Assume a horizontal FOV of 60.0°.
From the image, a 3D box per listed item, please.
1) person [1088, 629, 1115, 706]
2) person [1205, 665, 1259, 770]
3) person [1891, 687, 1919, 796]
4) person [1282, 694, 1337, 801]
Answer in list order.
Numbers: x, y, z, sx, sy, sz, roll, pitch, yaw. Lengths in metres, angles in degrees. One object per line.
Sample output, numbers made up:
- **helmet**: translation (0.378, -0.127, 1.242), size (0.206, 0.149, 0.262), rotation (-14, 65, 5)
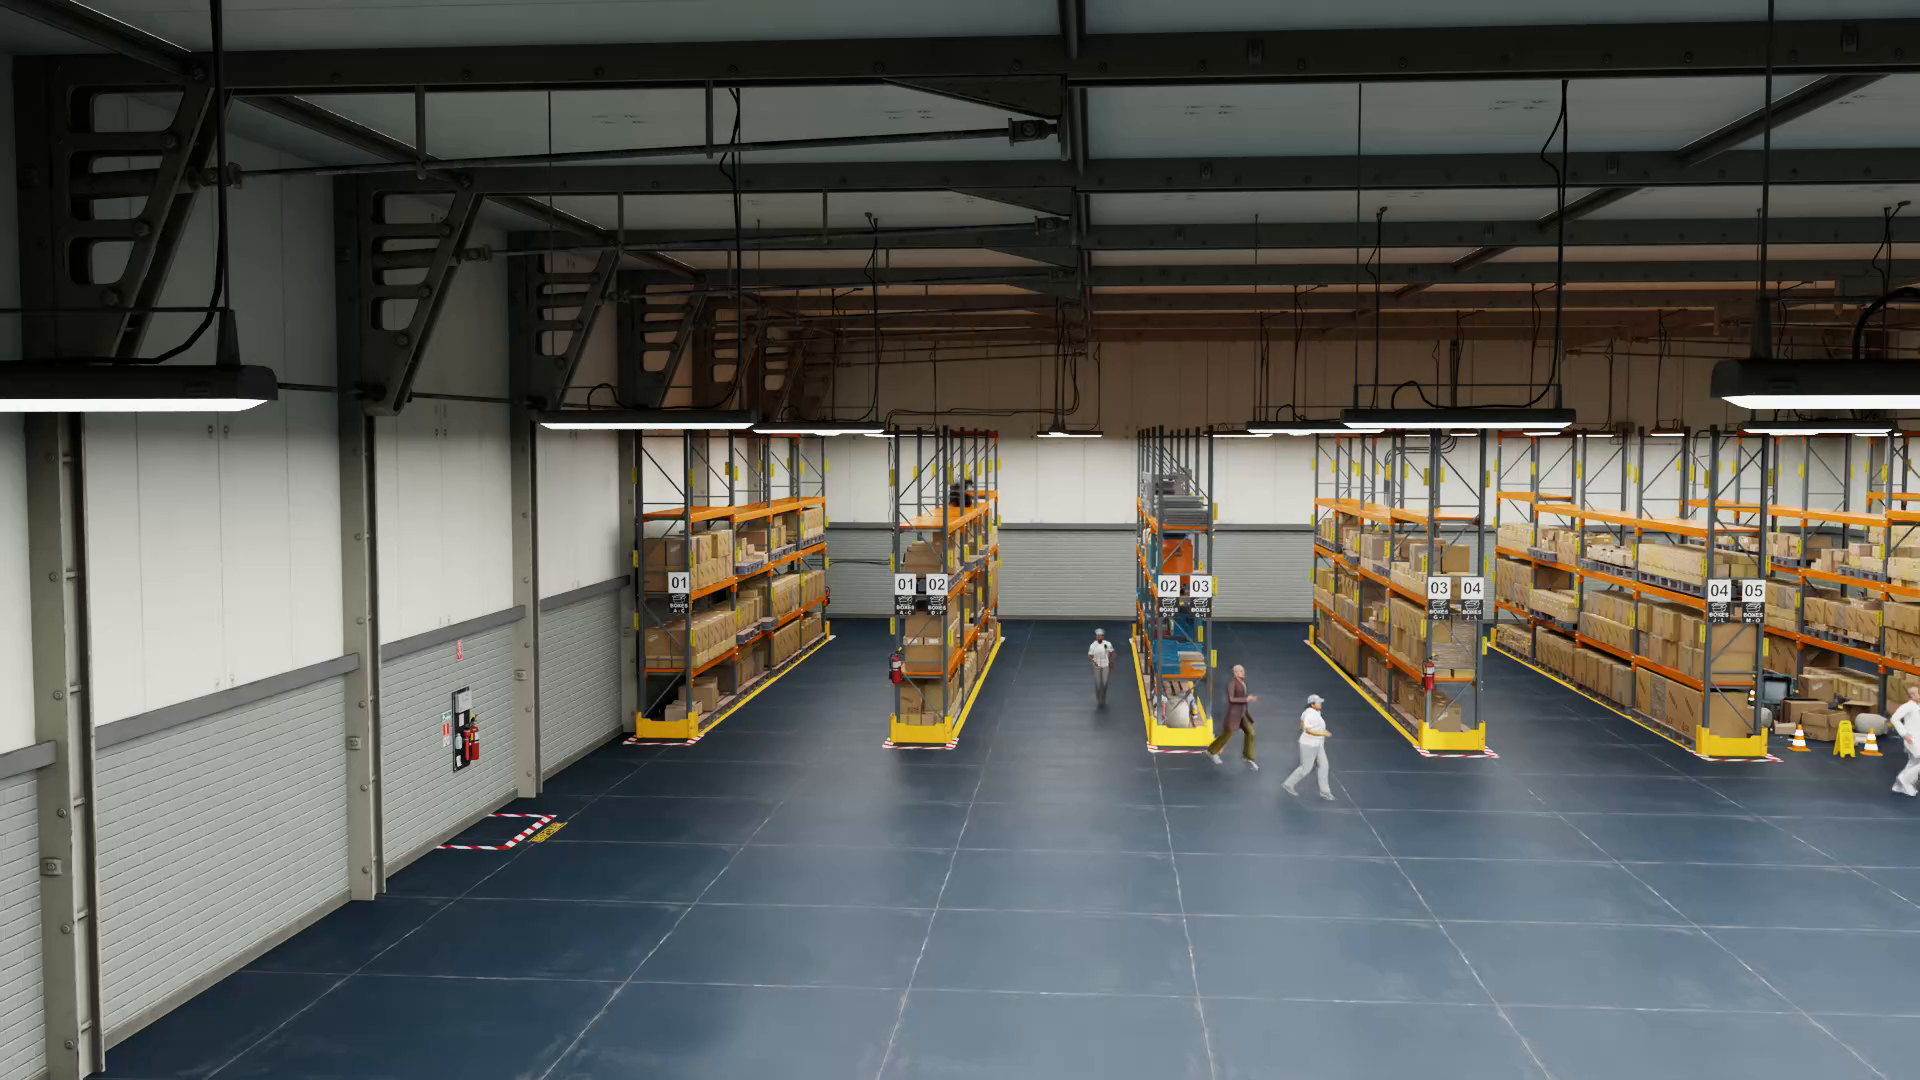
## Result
- **person**: translation (3.038, 2.737, 35.748), size (0.579, 1.658, 0.603), rotation (0, 3, 8)
- **person**: translation (4.796, 3.089, 29.104), size (0.988, 1.840, 0.729), rotation (3, 5, 41)
- **person**: translation (15.344, 3.266, 26.648), size (0.707, 1.672, 0.682), rotation (3, 5, 43)
- **person**: translation (5.574, 3.302, 26.481), size (0.851, 1.697, 0.598), rotation (2, 4, 26)
